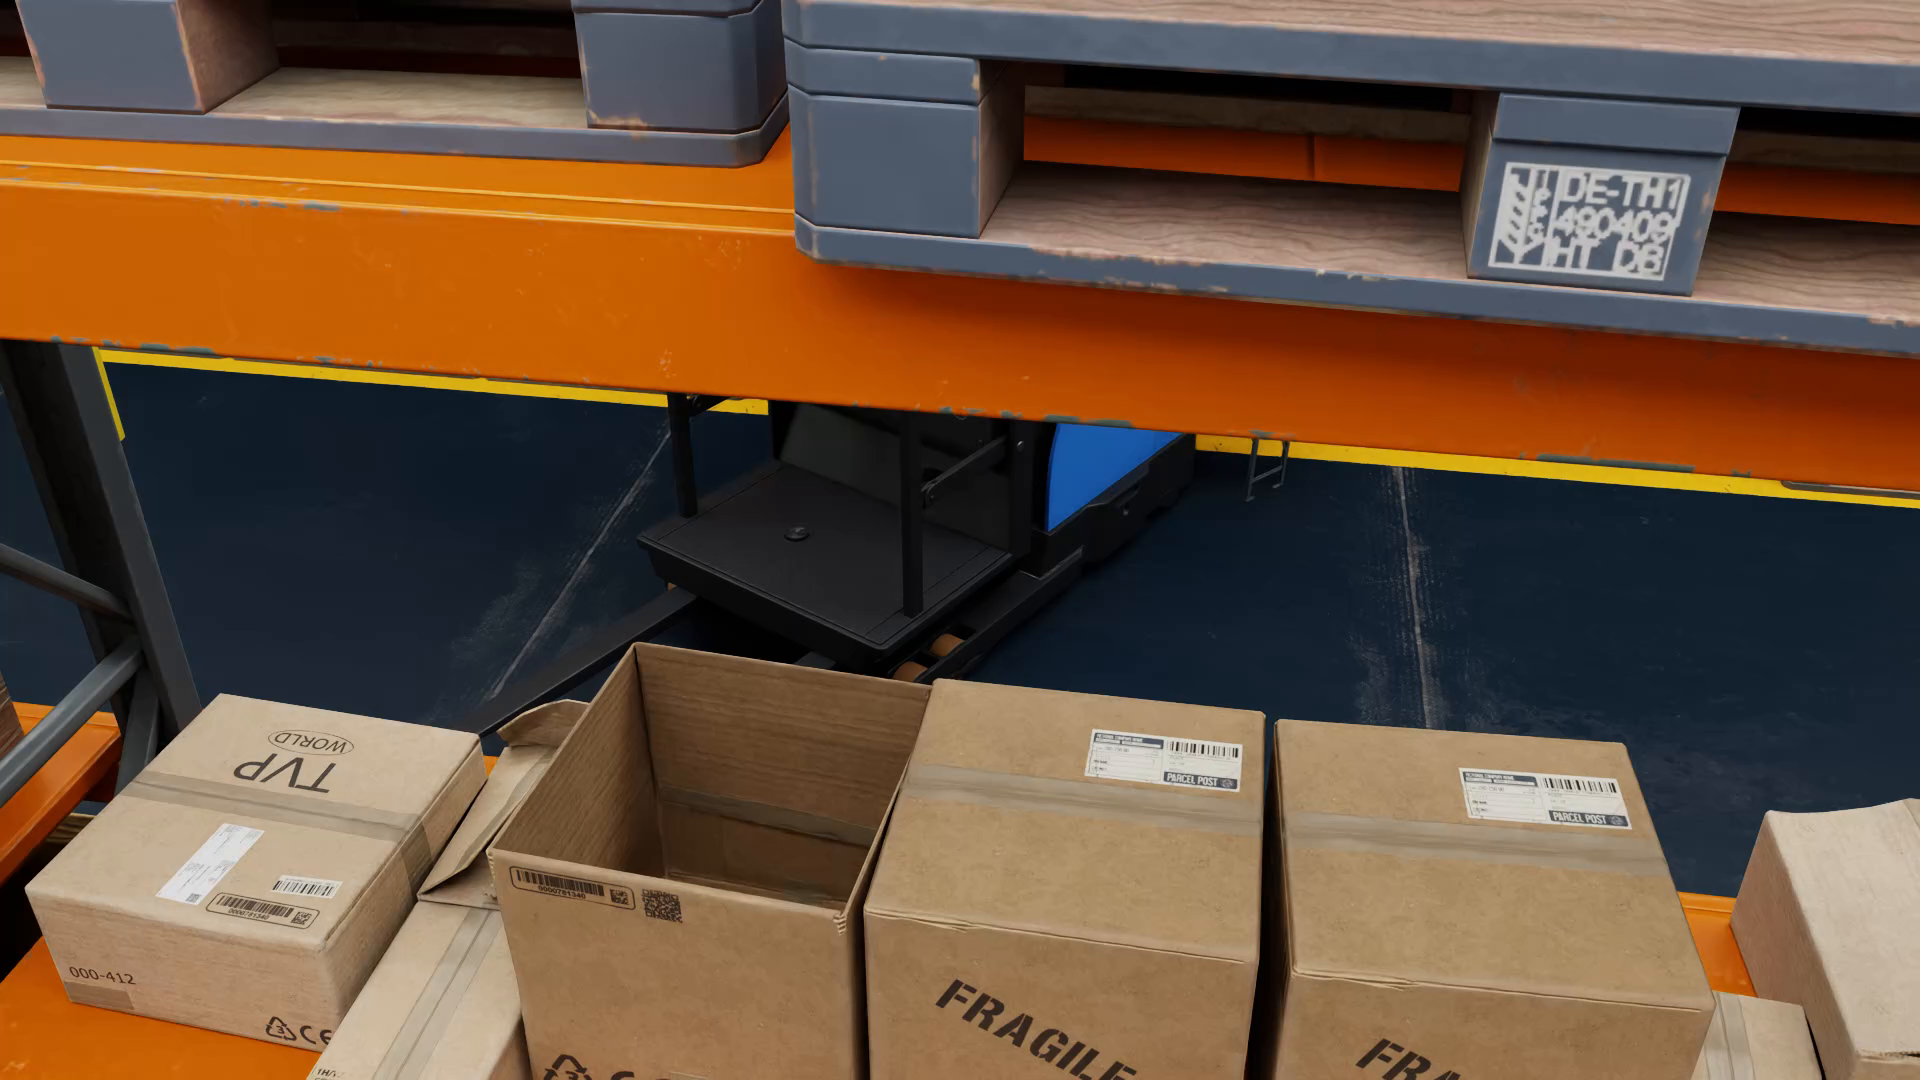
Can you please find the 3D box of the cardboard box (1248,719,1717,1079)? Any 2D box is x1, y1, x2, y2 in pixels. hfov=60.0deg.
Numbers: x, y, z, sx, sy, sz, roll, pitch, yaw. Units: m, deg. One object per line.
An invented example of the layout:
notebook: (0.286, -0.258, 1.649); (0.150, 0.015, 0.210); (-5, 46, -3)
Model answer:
cardboard box: (0.683, 0.617, 2.342); (0.500, 0.500, 0.500); (3, 32, 6)

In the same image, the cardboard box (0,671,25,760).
cardboard box: (-2.042, 0.365, 2.745); (0.500, 0.500, 0.700); (4, 32, 7)

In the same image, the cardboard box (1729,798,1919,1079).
cardboard box: (1.491, 0.658, 2.456); (0.500, 0.311, 0.500); (5, 32, 8)

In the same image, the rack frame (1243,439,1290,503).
rack frame: (1.224, -0.708, 6.232); (0.240, 1.200, 0.015); (-23, 38, -39)

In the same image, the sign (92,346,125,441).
sign: (-1.521, -0.298, 2.882); (0.005, 0.325, 0.100); (5, 32, 8)

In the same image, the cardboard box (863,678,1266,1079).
cardboard box: (0.164, 0.570, 2.418); (0.500, 0.500, 0.500); (5, 32, 8)

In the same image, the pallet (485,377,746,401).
pallet: (-1.441, -1.007, 7.659); (1.213, 0.211, 1.003); (5, 32, 8)

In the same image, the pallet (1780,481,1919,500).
pallet: (3.934, -0.498, 6.847); (1.213, 0.211, 1.003); (5, 32, 8)

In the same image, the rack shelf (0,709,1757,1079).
rack shelf: (0.368, 0.927, 2.619); (4.000, 0.370, 1.077); (5, 32, 8)

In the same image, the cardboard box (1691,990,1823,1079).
cardboard box: (1.073, 0.823, 2.345); (0.250, 0.149, 0.380); (8, 33, 12)

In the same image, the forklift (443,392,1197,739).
forklift: (-0.379, -0.979, 5.051); (1.130, 2.935, 3.031); (22, 38, 31)

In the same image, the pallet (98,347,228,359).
pallet: (-3.847, -1.225, 8.007); (1.213, 0.211, 1.003); (5, 32, 8)

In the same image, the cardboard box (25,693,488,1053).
cardboard box: (-1.110, 0.529, 2.720); (0.500, 0.250, 0.500); (7, 33, 11)

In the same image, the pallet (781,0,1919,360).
pallet: (0.553, -0.503, 1.577); (1.213, 0.211, 1.003); (7, 33, 10)

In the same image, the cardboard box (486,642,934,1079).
cardboard box: (-0.330, 0.526, 2.489); (0.500, 0.500, 0.500); (7, 33, 12)

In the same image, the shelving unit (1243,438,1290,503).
shelving unit: (1.054, -0.801, 6.380); (0.258, 1.200, 0.503); (-23, 38, -39)

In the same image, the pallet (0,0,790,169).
pallet: (-0.732, -0.675, 1.854); (1.217, 0.209, 0.805); (4, 32, 6)

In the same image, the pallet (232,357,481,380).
pallet: (-2.648, -1.114, 7.831); (1.213, 0.211, 1.003); (5, 32, 8)

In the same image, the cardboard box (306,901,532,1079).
cardboard box: (-0.764, 0.736, 2.483); (0.250, 0.149, 0.380); (5, 32, 8)

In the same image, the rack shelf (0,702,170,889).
rack shelf: (-3.575, 0.570, 3.190); (4.000, 0.370, 1.077); (5, 32, 8)

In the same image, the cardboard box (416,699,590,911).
cardboard box: (-0.706, 0.483, 2.777); (0.258, 0.266, 0.396); (4, 32, 7)

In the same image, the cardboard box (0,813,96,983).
cardboard box: (-2.008, 0.908, 3.461); (0.500, 0.500, 0.500); (5, 32, 8)

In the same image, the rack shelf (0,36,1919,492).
rack shelf: (0.368, -0.344, 1.824); (4.000, 0.370, 1.077); (5, 32, 8)

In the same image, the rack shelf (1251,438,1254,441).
rack shelf: (1.038, -0.568, 6.508); (0.258, 0.148, 0.480); (-23, 38, -39)
